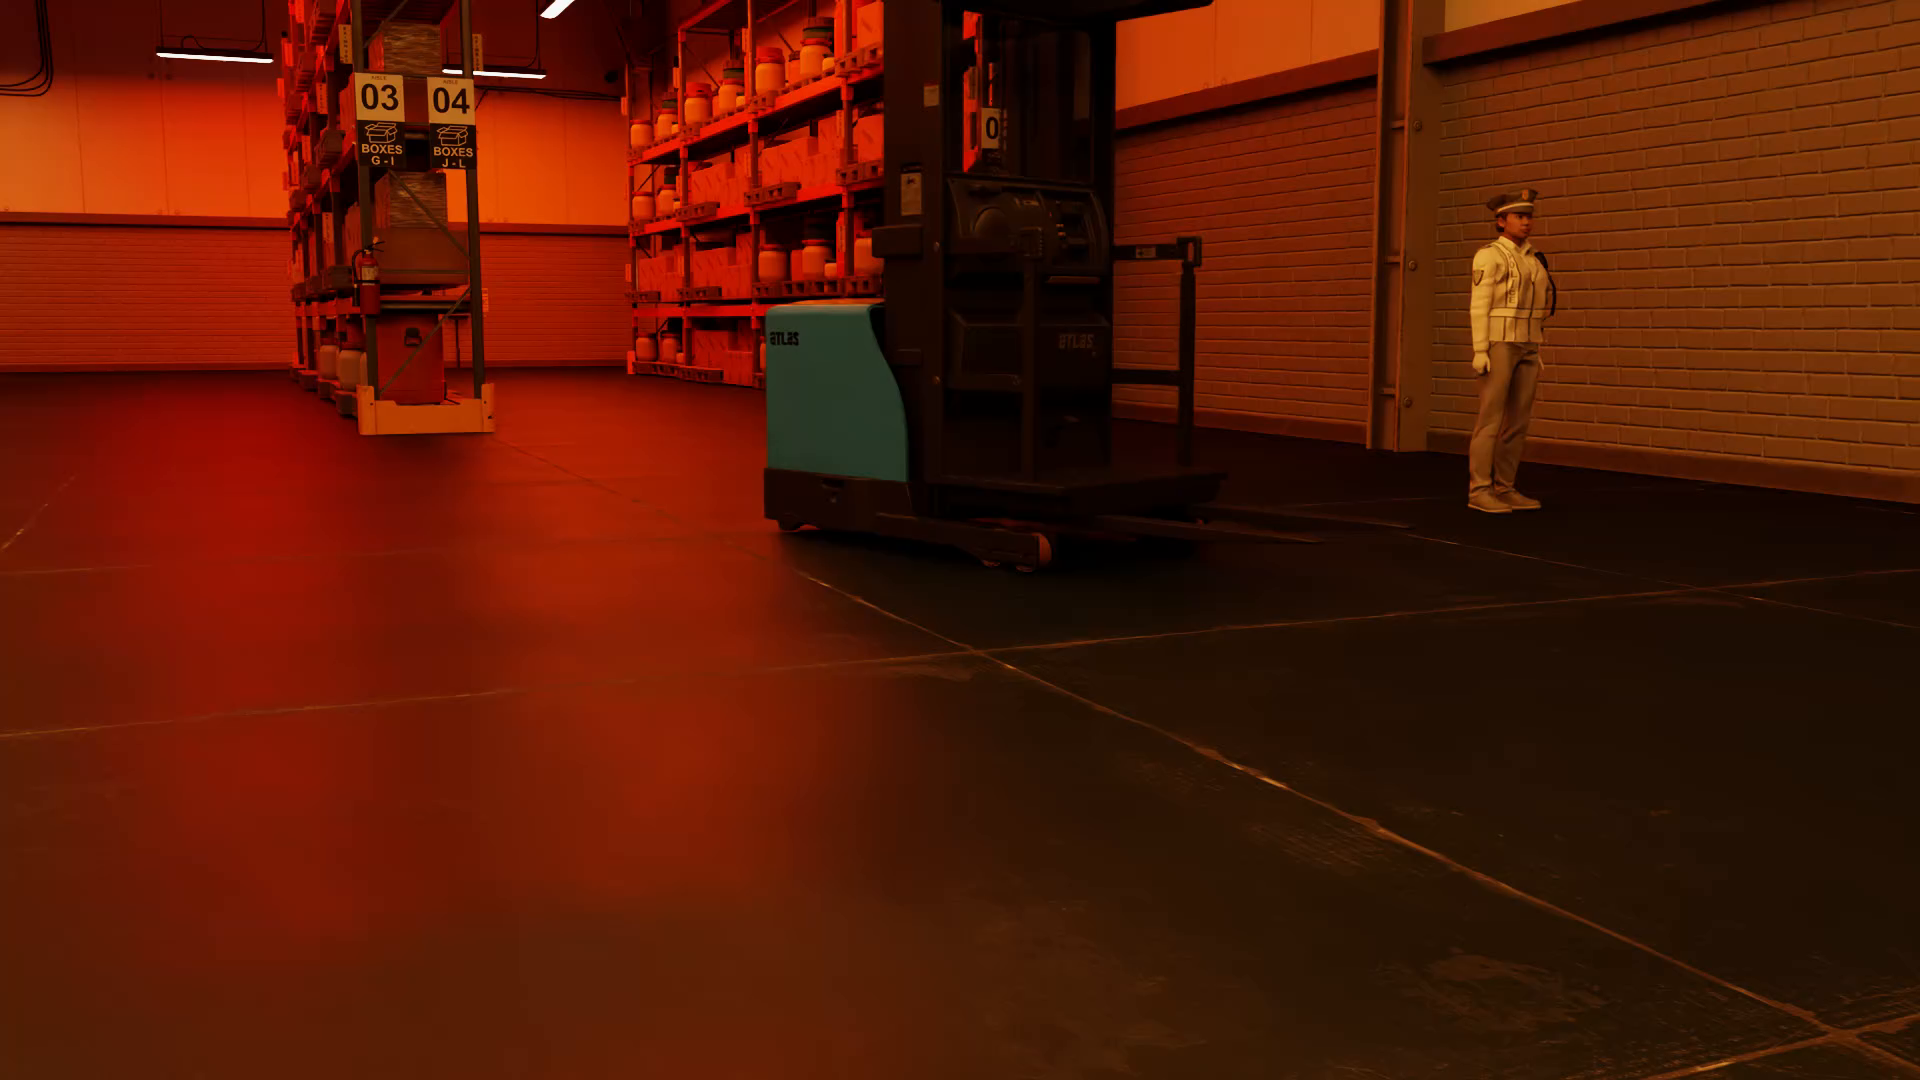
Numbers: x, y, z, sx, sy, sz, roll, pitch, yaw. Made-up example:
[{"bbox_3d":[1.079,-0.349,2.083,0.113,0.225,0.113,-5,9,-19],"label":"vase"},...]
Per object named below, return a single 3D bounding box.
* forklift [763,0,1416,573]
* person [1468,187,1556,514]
[{"bbox_3d":[0.451,-1.396,7.028,1.130,2.935,3.031,-7,10,-44],"label":"forklift"},{"bbox_3d":[2.907,-0.995,8.772,0.497,1.689,0.339,-5,9,-33],"label":"person"}]
